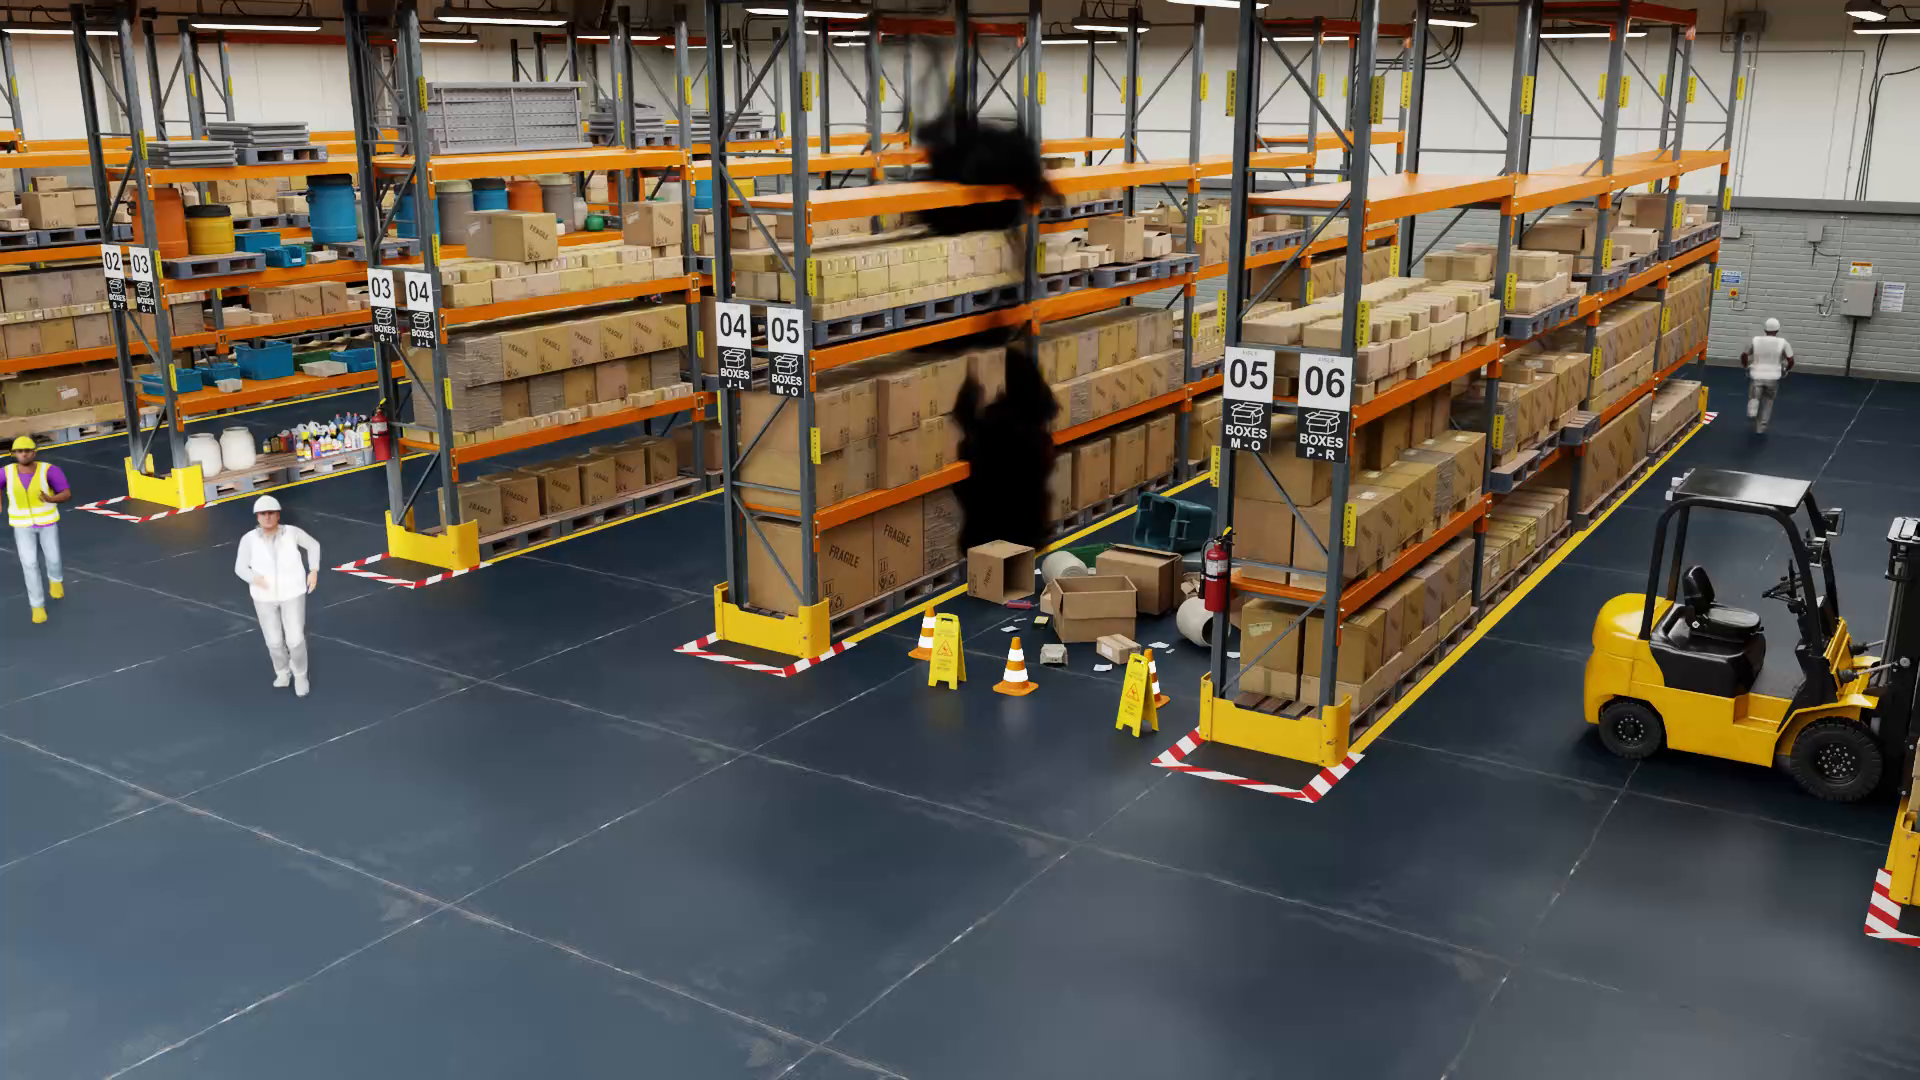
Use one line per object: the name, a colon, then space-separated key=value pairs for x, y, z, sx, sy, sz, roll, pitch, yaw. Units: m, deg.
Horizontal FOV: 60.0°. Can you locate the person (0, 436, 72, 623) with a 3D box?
person: x=-9.109 y=-0.156 z=16.386 sx=0.699 sy=1.759 sz=0.980 roll=-8 pitch=17 yaw=-26

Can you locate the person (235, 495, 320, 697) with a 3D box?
person: x=-5.796 y=0.496 z=14.196 sx=0.672 sy=1.801 sz=0.702 roll=-5 pitch=16 yaw=-18

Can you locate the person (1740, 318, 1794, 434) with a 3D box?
person: x=11.919 y=-2.413 z=24.626 sx=0.721 sy=1.737 sz=0.699 roll=8 pitch=17 yaw=27
